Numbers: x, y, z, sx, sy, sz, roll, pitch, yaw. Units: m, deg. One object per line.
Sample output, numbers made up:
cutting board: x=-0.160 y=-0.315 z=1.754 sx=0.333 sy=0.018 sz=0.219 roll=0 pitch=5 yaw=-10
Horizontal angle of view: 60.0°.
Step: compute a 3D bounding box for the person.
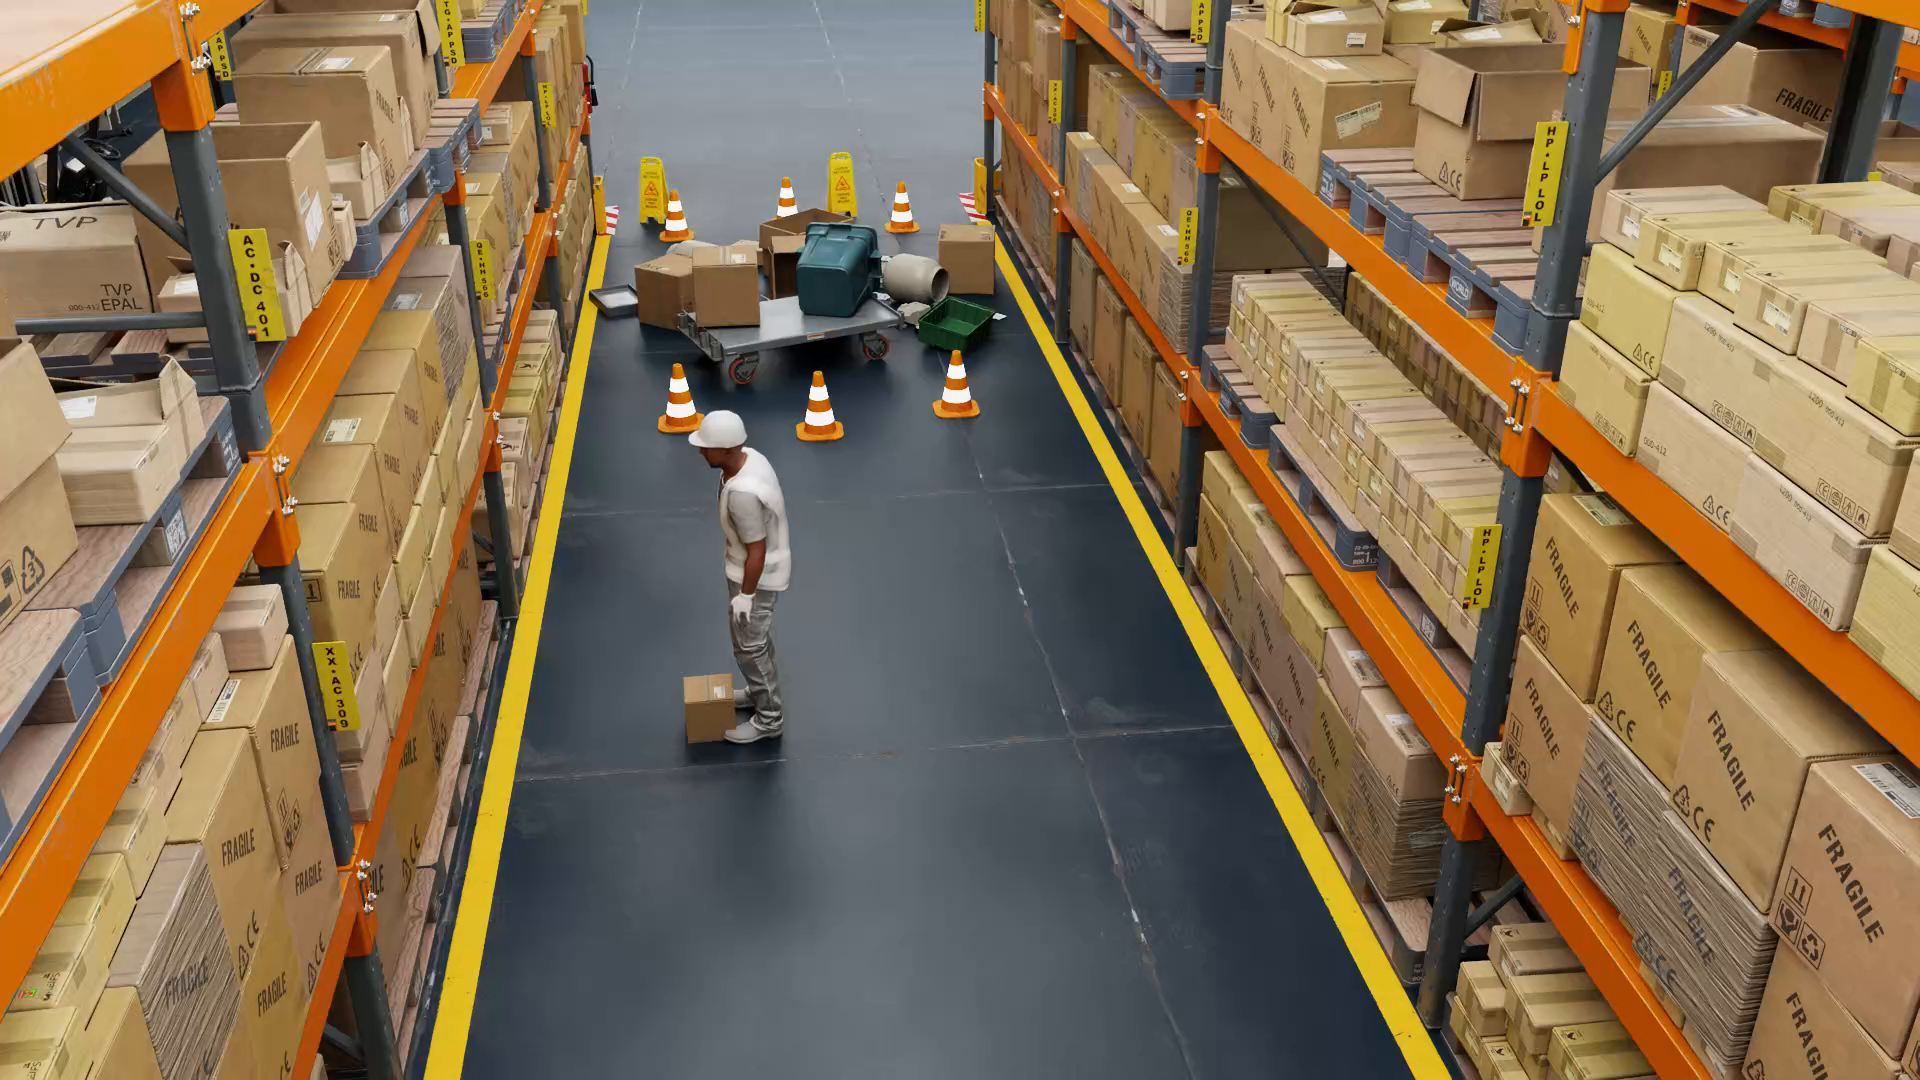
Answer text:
person: x=-1.066 y=0.169 z=8.272 sx=0.452 sy=1.774 sz=0.618 roll=-4 pitch=27 yaw=-7
